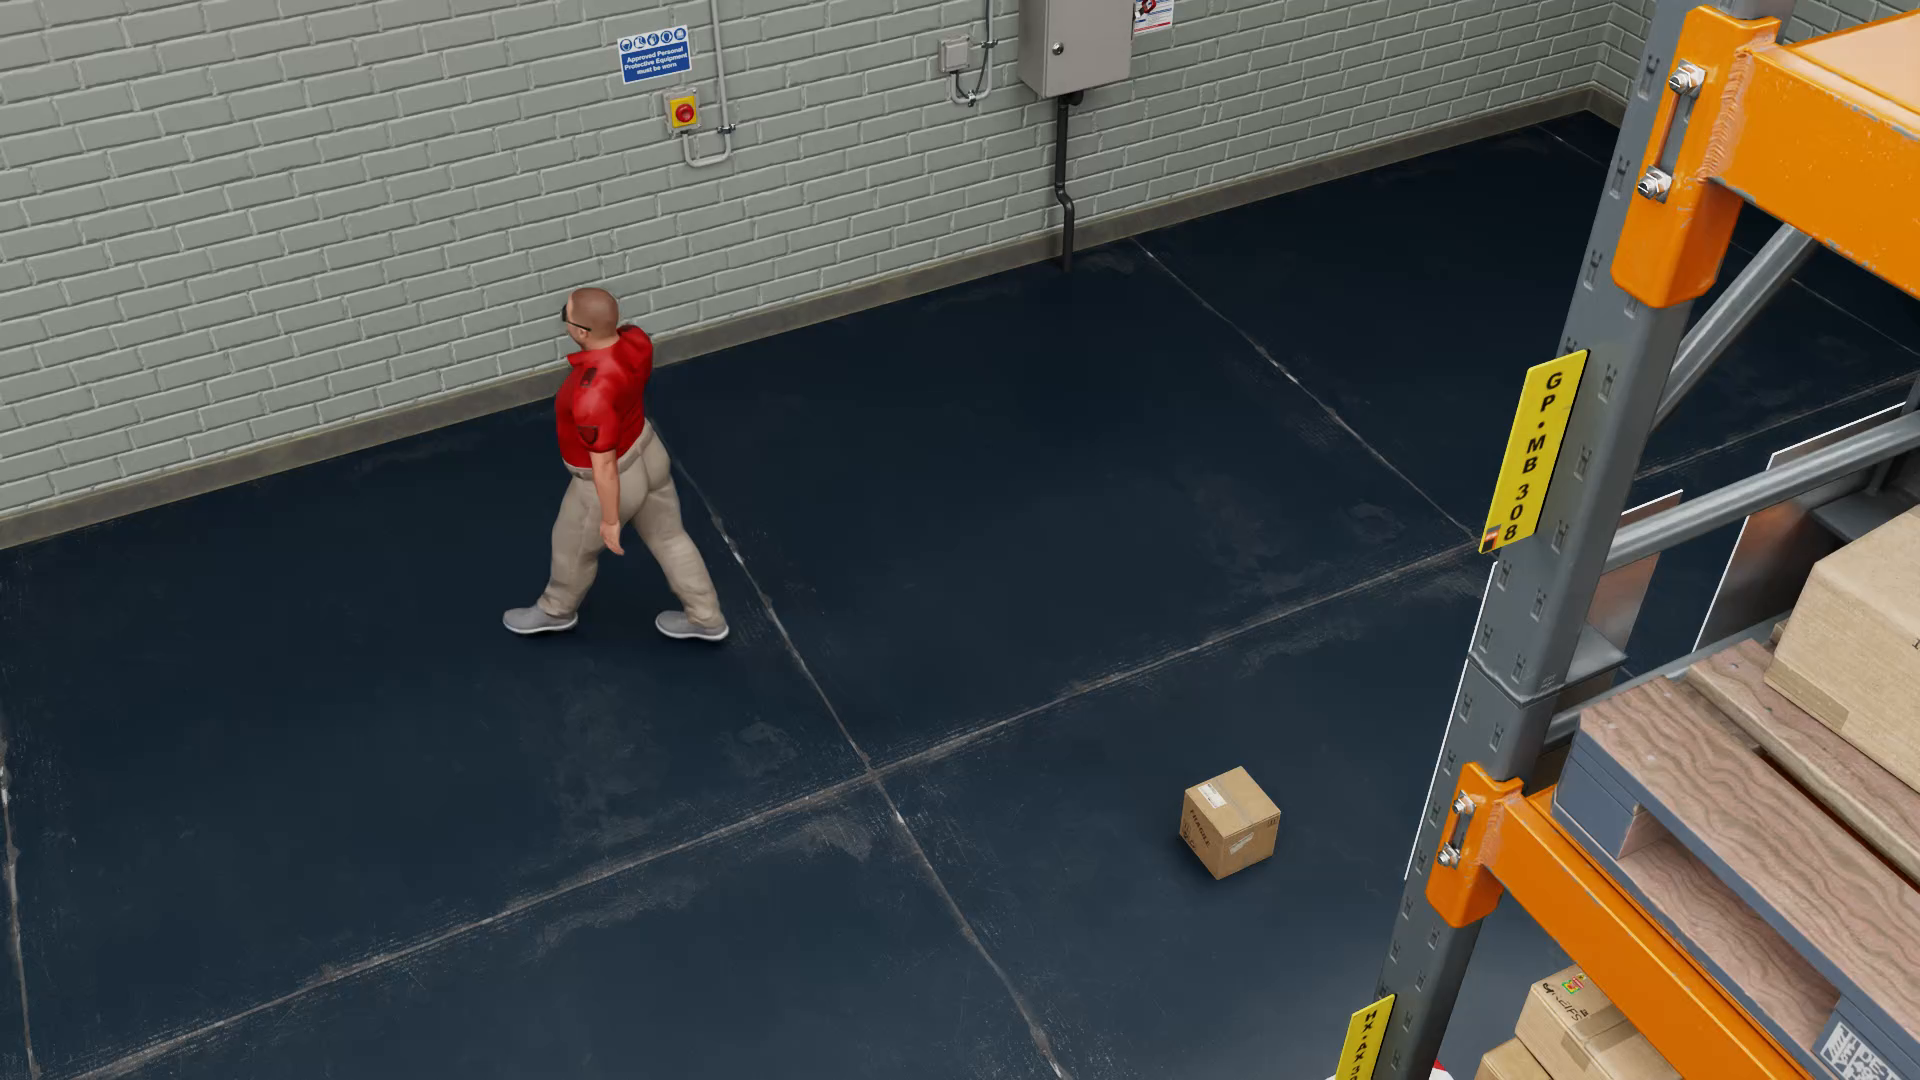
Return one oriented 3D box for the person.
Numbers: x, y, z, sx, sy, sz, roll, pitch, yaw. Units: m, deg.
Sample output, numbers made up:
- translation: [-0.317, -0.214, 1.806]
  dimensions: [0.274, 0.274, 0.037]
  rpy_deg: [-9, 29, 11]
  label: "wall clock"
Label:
- translation: [-1.426, -0.290, 6.491]
  dimensions: [0.951, 1.685, 0.576]
  rpy_deg: [14, 43, 16]
  label: "person"
